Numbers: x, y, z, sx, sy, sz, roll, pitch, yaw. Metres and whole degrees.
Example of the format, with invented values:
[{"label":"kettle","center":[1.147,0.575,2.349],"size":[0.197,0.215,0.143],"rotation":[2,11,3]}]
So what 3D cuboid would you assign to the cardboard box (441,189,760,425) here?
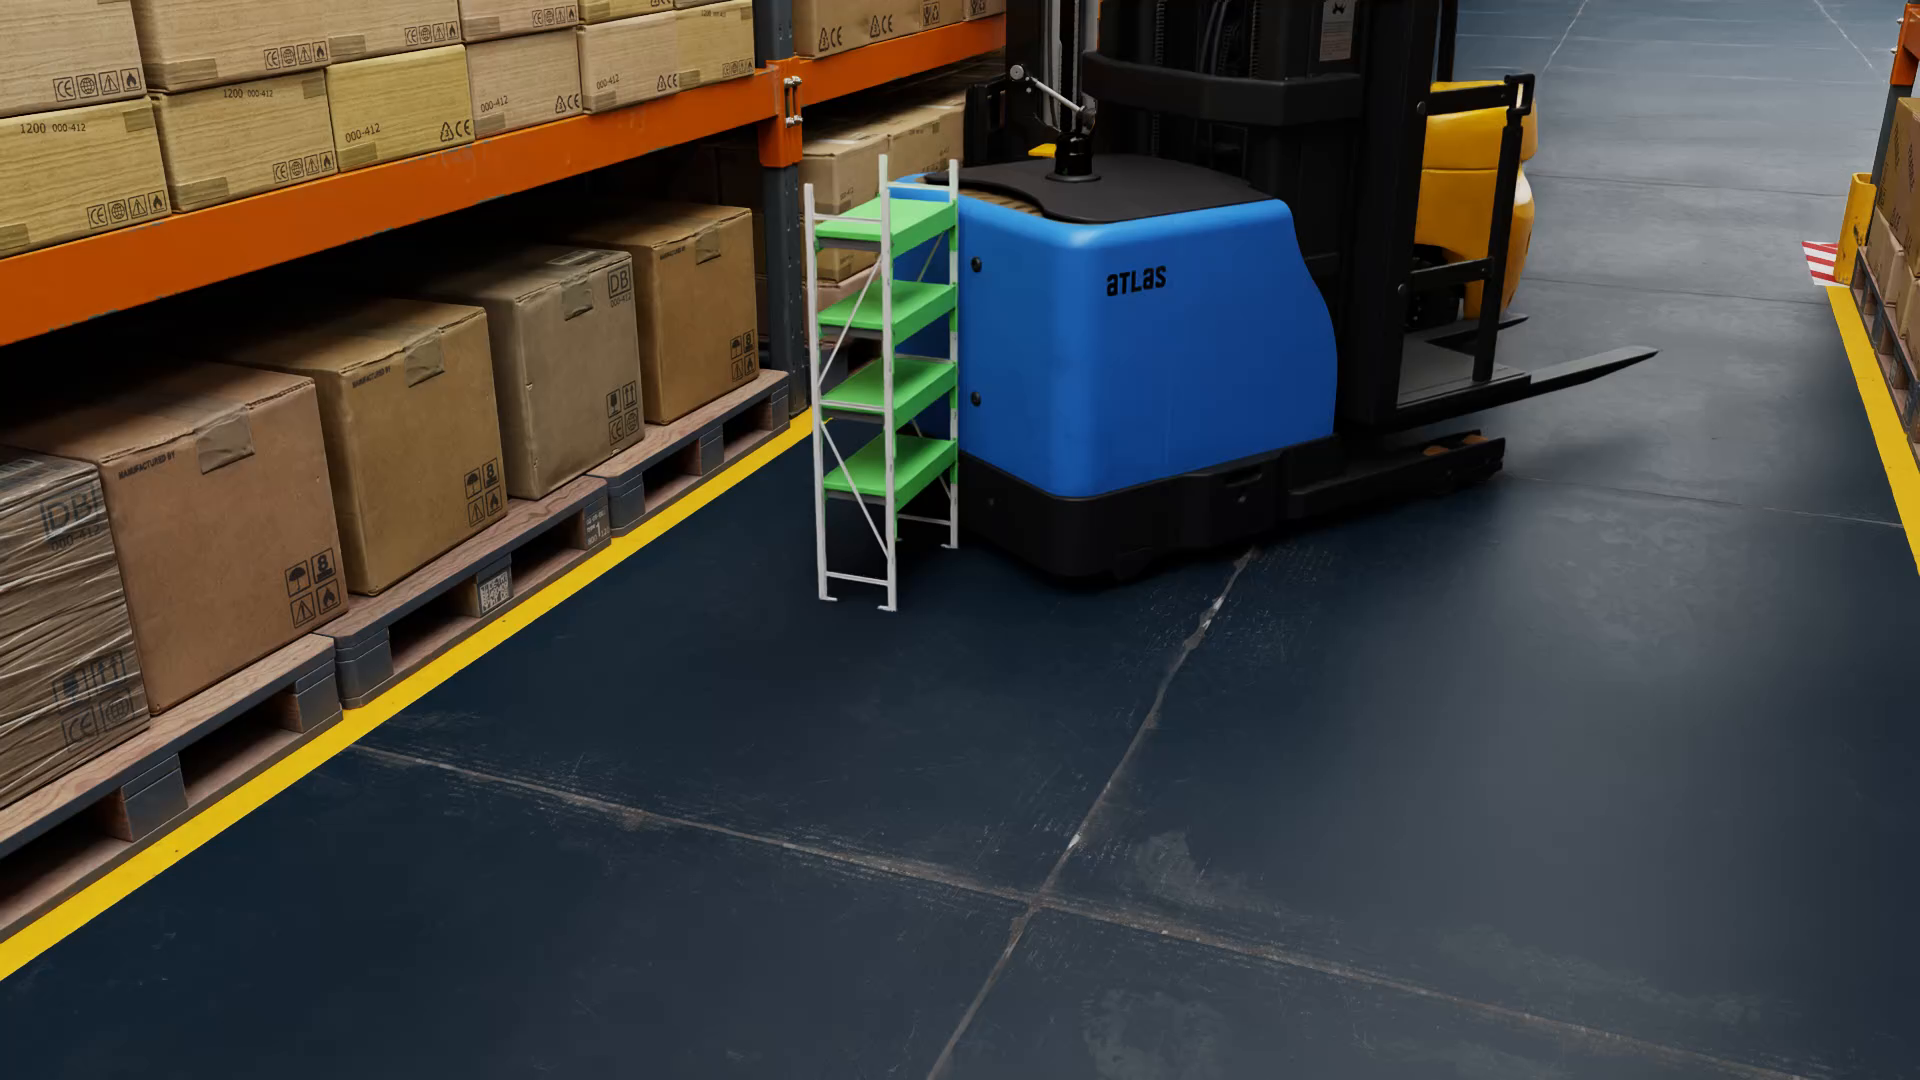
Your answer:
[{"label":"cardboard box","center":[-1.264,-0.851,5.933],"size":[0.875,0.625,0.625],"rotation":[10,25,22]}]

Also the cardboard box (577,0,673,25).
[{"label":"cardboard box","center":[-1.210,-1.706,4.988],"size":[0.500,0.250,0.500],"rotation":[8,24,19]}]

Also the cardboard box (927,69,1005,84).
[{"label":"cardboard box","center":[0.162,-2.185,8.314],"size":[0.500,0.250,0.500],"rotation":[9,24,21]}]

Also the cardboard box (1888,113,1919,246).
[{"label":"cardboard box","center":[4.261,-1.490,6.974],"size":[0.500,0.500,0.500],"rotation":[8,24,18]}]

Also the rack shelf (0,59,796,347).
[{"label":"rack shelf","center":[-1.823,-0.894,4.432],"size":[1.077,0.370,4.000],"rotation":[9,24,20]}]

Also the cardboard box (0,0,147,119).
[{"label":"cardboard box","center":[-1.987,-0.975,3.238],"size":[0.500,0.250,0.500],"rotation":[10,25,22]}]

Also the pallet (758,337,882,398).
[{"label":"pallet","center":[-0.746,-0.934,7.211],"size":[1.003,0.211,1.213],"rotation":[9,24,20]}]

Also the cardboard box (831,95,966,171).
[{"label":"cardboard box","center":[-0.236,-1.818,7.435],"size":[0.500,0.250,0.500],"rotation":[10,25,22]}]

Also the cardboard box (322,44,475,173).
[{"label":"cardboard box","center":[-1.604,-1.115,4.222],"size":[0.500,0.250,0.500],"rotation":[10,25,22]}]

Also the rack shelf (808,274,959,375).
[{"label":"rack shelf","center":[-0.208,-0.617,4.714],"size":[0.258,0.148,0.480],"rotation":[8,24,19]}]

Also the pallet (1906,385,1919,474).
[{"label":"pallet","center":[3.746,-0.191,5.434],"size":[1.003,0.211,1.213],"rotation":[9,24,20]}]

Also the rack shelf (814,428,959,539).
[{"label":"rack shelf","center":[-0.208,-0.174,4.899],"size":[0.258,0.148,0.480],"rotation":[8,24,19]}]

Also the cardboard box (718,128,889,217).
[{"label":"cardboard box","center":[-0.609,-1.456,6.570],"size":[0.500,0.250,0.500],"rotation":[8,24,19]}]

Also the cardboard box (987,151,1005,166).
[{"label":"cardboard box","center":[-0.043,-1.766,7.959],"size":[0.500,0.250,0.500],"rotation":[9,24,20]}]

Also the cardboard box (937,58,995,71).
[{"label":"cardboard box","center":[-0.131,-2.435,8.914],"size":[0.500,0.250,0.500],"rotation":[9,24,20]}]

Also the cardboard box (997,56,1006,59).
[{"label":"cardboard box","center":[0.524,-2.550,9.189],"size":[0.500,0.250,0.500],"rotation":[10,25,22]}]

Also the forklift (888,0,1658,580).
[{"label":"forklift","center":[1.261,-1.658,5.416],"size":[3.031,2.935,1.130],"rotation":[-15,27,-31]}]

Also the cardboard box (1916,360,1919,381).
[{"label":"cardboard box","center":[3.688,-0.600,5.816],"size":[0.500,0.250,0.500],"rotation":[8,24,19]}]

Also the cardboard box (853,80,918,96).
[{"label":"cardboard box","center":[-0.523,-2.076,8.053],"size":[0.500,0.250,0.500],"rotation":[8,24,19]}]

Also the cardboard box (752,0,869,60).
[{"label":"cardboard box","center":[-0.673,-2.109,6.278],"size":[0.500,0.500,0.500],"rotation":[8,24,19]}]

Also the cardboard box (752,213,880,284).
[{"label":"cardboard box","center":[-0.614,-1.226,6.668],"size":[0.500,0.250,0.500],"rotation":[9,24,20]}]

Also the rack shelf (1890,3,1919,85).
[{"label":"rack shelf","center":[4.273,-1.616,6.161],"size":[1.077,0.370,4.000],"rotation":[9,24,20]}]

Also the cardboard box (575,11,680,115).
[{"label":"cardboard box","center":[-1.206,-1.474,5.082],"size":[0.500,0.250,0.500],"rotation":[9,24,20]}]

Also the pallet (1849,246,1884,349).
[{"label":"pallet","center":[4.653,-1.064,7.524],"size":[1.003,0.211,1.213],"rotation":[9,24,20]}]

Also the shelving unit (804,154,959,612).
[{"label":"shelving unit","center":[-0.208,-0.454,4.781],"size":[0.258,1.200,0.503],"rotation":[8,24,19]}]

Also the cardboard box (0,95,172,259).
[{"label":"cardboard box","center":[-1.983,-0.744,3.334],"size":[0.500,0.250,0.500],"rotation":[8,24,19]}]

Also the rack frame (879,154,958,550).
[{"label":"rack frame","center":[-0.120,-0.542,4.991],"size":[0.240,1.200,0.015],"rotation":[8,24,19]}]

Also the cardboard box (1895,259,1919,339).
[{"label":"cardboard box","center":[4.071,-0.961,6.682],"size":[0.500,0.250,0.500],"rotation":[11,25,24]}]

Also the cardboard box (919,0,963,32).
[{"label":"cardboard box","center":[-0.308,-2.479,7.164],"size":[0.500,0.500,0.500],"rotation":[9,24,20]}]

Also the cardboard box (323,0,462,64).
[{"label":"cardboard box","center":[-1.610,-1.346,4.126],"size":[0.500,0.250,0.500],"rotation":[9,24,21]}]

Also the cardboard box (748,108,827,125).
[{"label":"cardboard box","center":[-0.903,-1.715,7.190],"size":[0.500,0.250,0.500],"rotation":[8,24,19]}]

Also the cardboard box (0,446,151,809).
[{"label":"cardboard box","center":[-2.322,0.170,3.486],"size":[0.875,0.625,0.625],"rotation":[10,25,22]}]

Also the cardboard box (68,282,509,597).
[{"label":"cardboard box","center":[-1.836,-0.306,4.626],"size":[0.875,0.625,0.625],"rotation":[8,24,18]}]

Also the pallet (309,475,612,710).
[{"label":"pallet","center":[-1.769,0.052,4.851],"size":[1.003,0.211,1.213],"rotation":[9,24,20]}]

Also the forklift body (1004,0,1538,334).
[{"label":"forklift body","center":[1.395,-2.042,7.348],"size":[2.313,2.155,1.214],"rotation":[9,24,20]}]

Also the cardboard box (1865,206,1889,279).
[{"label":"cardboard box","center":[4.459,-1.340,7.588],"size":[0.500,0.250,0.500],"rotation":[9,24,20]}]
